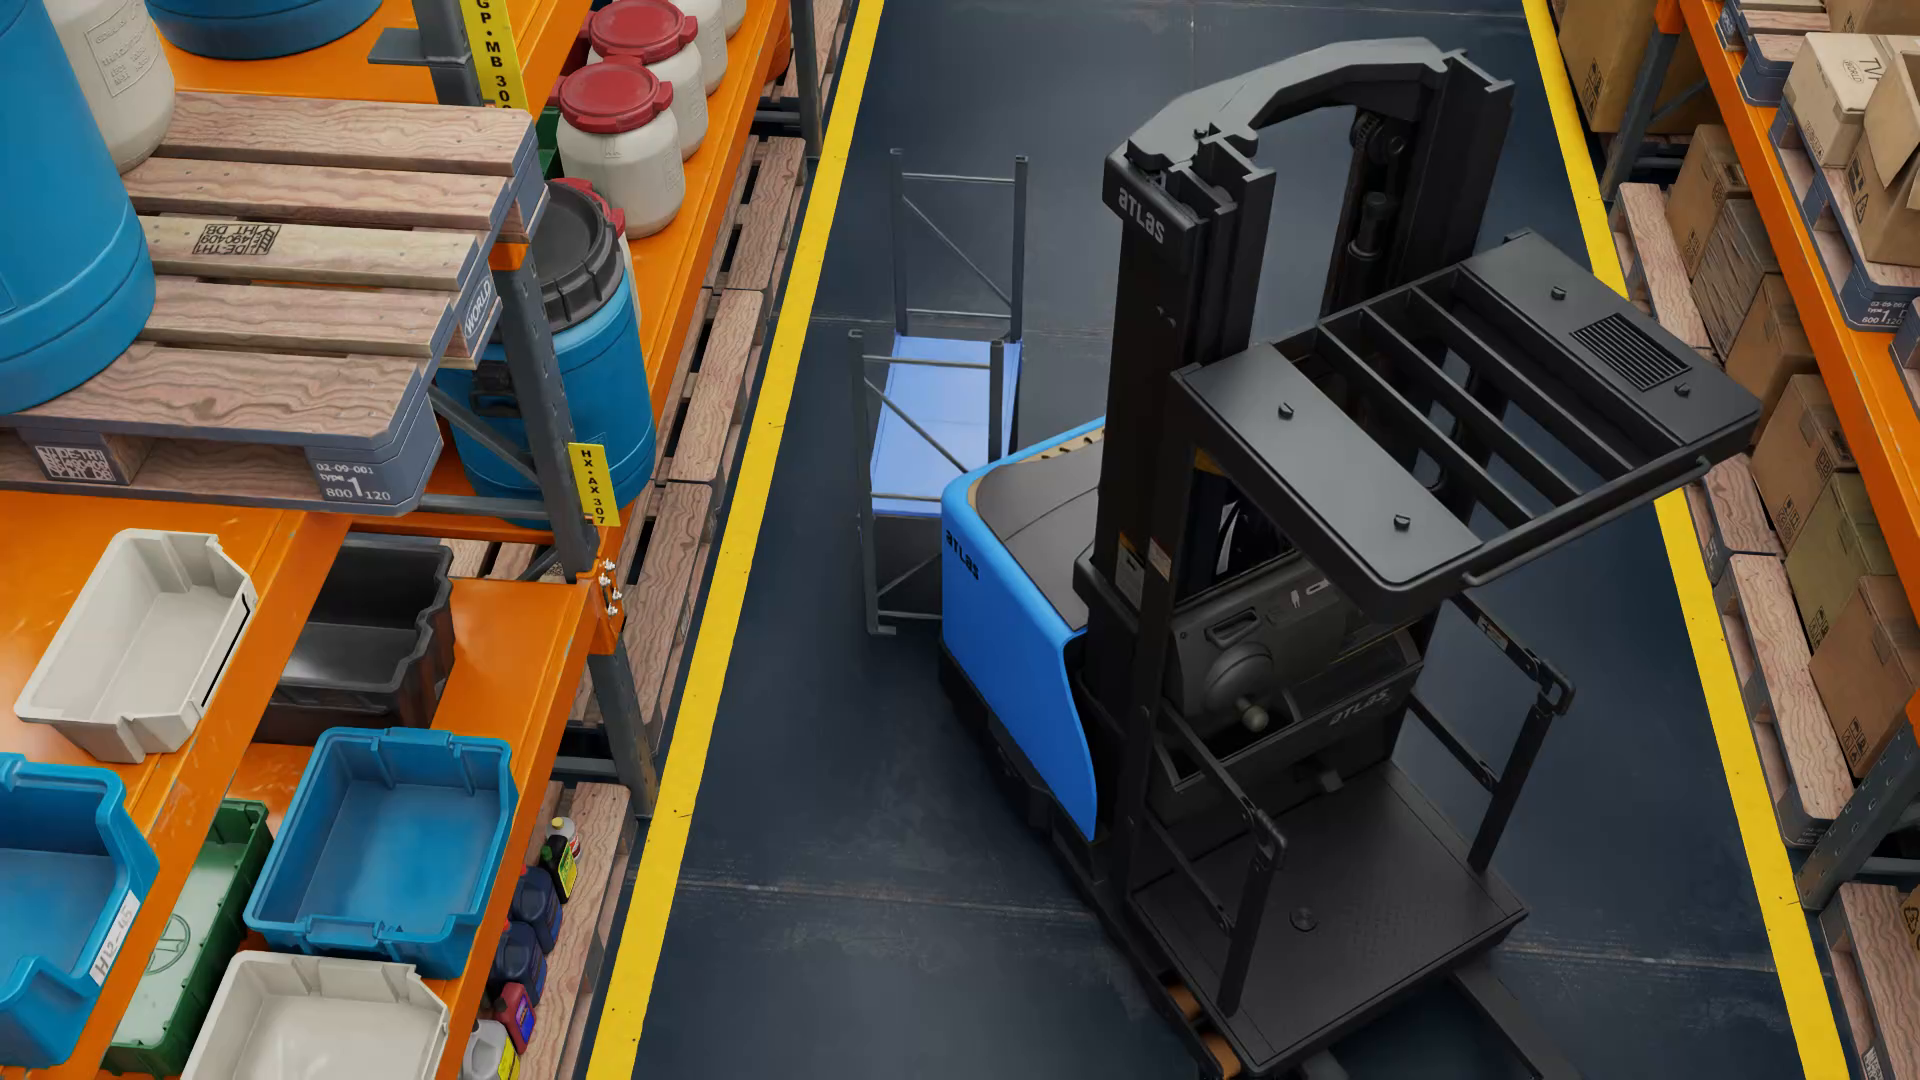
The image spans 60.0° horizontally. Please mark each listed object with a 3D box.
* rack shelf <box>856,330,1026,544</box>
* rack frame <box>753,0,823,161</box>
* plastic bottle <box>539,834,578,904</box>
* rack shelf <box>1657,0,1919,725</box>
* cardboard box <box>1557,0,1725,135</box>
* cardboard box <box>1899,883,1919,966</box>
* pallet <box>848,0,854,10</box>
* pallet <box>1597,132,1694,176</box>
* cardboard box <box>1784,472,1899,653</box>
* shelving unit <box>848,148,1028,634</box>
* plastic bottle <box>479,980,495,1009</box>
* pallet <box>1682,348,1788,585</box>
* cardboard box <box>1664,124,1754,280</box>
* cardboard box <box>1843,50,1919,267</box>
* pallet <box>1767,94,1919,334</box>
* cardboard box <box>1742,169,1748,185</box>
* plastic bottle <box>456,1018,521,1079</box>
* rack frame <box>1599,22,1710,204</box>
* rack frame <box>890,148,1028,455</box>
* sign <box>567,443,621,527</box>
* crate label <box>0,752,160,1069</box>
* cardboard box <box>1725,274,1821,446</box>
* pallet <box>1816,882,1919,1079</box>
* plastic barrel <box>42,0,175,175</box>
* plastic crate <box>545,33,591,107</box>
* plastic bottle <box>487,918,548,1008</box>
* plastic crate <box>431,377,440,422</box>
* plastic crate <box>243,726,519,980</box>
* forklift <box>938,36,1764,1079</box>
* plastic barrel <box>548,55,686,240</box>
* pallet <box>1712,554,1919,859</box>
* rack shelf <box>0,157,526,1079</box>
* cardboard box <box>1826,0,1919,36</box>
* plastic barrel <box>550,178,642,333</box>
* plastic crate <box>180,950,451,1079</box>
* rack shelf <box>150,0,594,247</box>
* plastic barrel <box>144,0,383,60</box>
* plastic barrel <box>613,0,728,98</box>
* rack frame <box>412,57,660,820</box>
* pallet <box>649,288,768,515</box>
[{"bbox_3d":[-0.057,-0.394,6.364,0.538,0.185,1.000,4,48,4],"label":"rack shelf"},{"bbox_3d":[-1.214,-3.044,7.528,1.000,3.000,0.127,4,48,4],"label":"rack frame"},{"bbox_3d":[-1.294,1.039,5.336,0.061,0.283,0.133,6,48,5],"label":"plastic bottle"},{"bbox_3d":[3.536,-0.999,6.144,1.077,0.370,4.000,4,48,4],"label":"rack shelf"},{"bbox_3d":[3.802,-2.642,8.314,1.225,0.875,0.875,2,48,2],"label":"cardboard box"},{"bbox_3d":[3.278,1.221,5.036,0.500,0.500,0.500,3,48,2],"label":"cardboard box"},{"bbox_3d":[-1.070,-3.579,9.907,1.003,0.211,1.213,4,48,4],"label":"pallet"},{"bbox_3d":[3.865,-2.344,8.777,1.003,0.211,1.213,4,48,4],"label":"pallet"},{"bbox_3d":[3.494,0.124,6.025,0.700,0.500,0.500,4,48,3],"label":"cardboard box"},{"bbox_3d":[-0.057,-0.515,6.231,0.538,1.500,1.048,4,48,4],"label":"shelving unit"},{"bbox_3d":[-1.517,1.308,5.095,0.152,0.276,0.135,4,48,4],"label":"plastic bottle"},{"bbox_3d":[3.532,-0.302,6.909,1.003,0.211,1.213,4,48,4],"label":"pallet"},{"bbox_3d":[3.677,-1.522,7.531,0.700,0.500,0.500,2,48,1],"label":"cardboard box"},{"bbox_3d":[3.420,-1.229,5.512,0.797,0.503,0.637,8,48,8],"label":"cardboard box"},{"bbox_3d":[3.579,-1.189,5.961,1.003,0.211,1.213,4,48,4],"label":"pallet"},{"bbox_3d":[3.687,-1.775,7.254,0.500,0.250,0.500,6,48,5],"label":"cardboard box"},{"bbox_3d":[-1.397,1.512,4.858,0.144,0.351,0.185,4,48,3],"label":"plastic bottle"},{"bbox_3d":[3.719,-2.711,7.223,1.000,3.000,0.127,4,48,4],"label":"rack frame"},{"bbox_3d":[-0.005,-0.888,6.572,0.500,1.500,0.032,4,48,4],"label":"rack frame"},{"bbox_3d":[-1.032,-0.153,4.696,0.100,0.325,0.005,4,48,4],"label":"sign"},{"bbox_3d":[-1.443,0.519,2.336,0.502,0.251,0.408,4,48,4],"label":"crate label"},{"bbox_3d":[3.595,-0.697,6.776,0.700,0.500,0.500,7,48,7],"label":"cardboard box"},{"bbox_3d":[3.328,1.665,5.110,1.003,0.211,1.213,4,48,4],"label":"pallet"},{"bbox_3d":[-1.813,-0.994,3.259,0.421,0.512,0.421,0,48,0],"label":"plastic barrel"},{"bbox_3d":[-1.666,-1.899,6.437,0.402,0.464,0.583,4,48,4],"label":"plastic crate"},{"bbox_3d":[-1.368,1.274,5.075,0.144,0.351,0.185,2,48,2],"label":"plastic bottle"},{"bbox_3d":[-1.839,-0.503,5.160,0.402,0.464,0.583,4,48,4],"label":"plastic crate"},{"bbox_3d":[-1.409,0.777,4.134,0.499,0.251,0.616,4,48,4],"label":"plastic crate"},{"bbox_3d":[1.094,0.311,4.505,1.130,2.935,3.031,-23,52,-20],"label":"forklift"},{"bbox_3d":[-1.206,-1.378,5.912,0.433,0.535,0.433,0,48,0],"label":"plastic barrel"},{"bbox_3d":[3.423,0.597,6.087,1.003,0.211,1.213,4,48,4],"label":"pallet"},{"bbox_3d":[-1.761,0.595,2.654,1.077,0.370,4.000,4,48,4],"label":"rack shelf"},{"bbox_3d":[3.758,-2.070,6.284,0.700,0.500,0.500,10,48,9],"label":"cardboard box"},{"bbox_3d":[-1.273,-0.839,5.419,0.433,0.535,0.433,0,48,0],"label":"plastic barrel"},{"bbox_3d":[-1.474,1.194,3.830,0.530,0.136,0.437,4,48,4],"label":"plastic crate"},{"bbox_3d":[-1.396,-2.344,5.342,1.077,0.370,4.000,4,48,4],"label":"rack shelf"},{"bbox_3d":[-1.748,-1.675,3.902,0.600,0.901,0.708,4,48,4],"label":"plastic barrel"},{"bbox_3d":[-1.133,-2.002,6.499,0.421,0.512,0.421,0,48,0],"label":"plastic barrel"},{"bbox_3d":[-1.578,-0.105,4.839,1.000,3.000,0.127,4,48,4],"label":"rack frame"},{"bbox_3d":[-1.437,-0.642,7.221,1.003,0.211,1.213,4,48,4],"label":"pallet"}]
